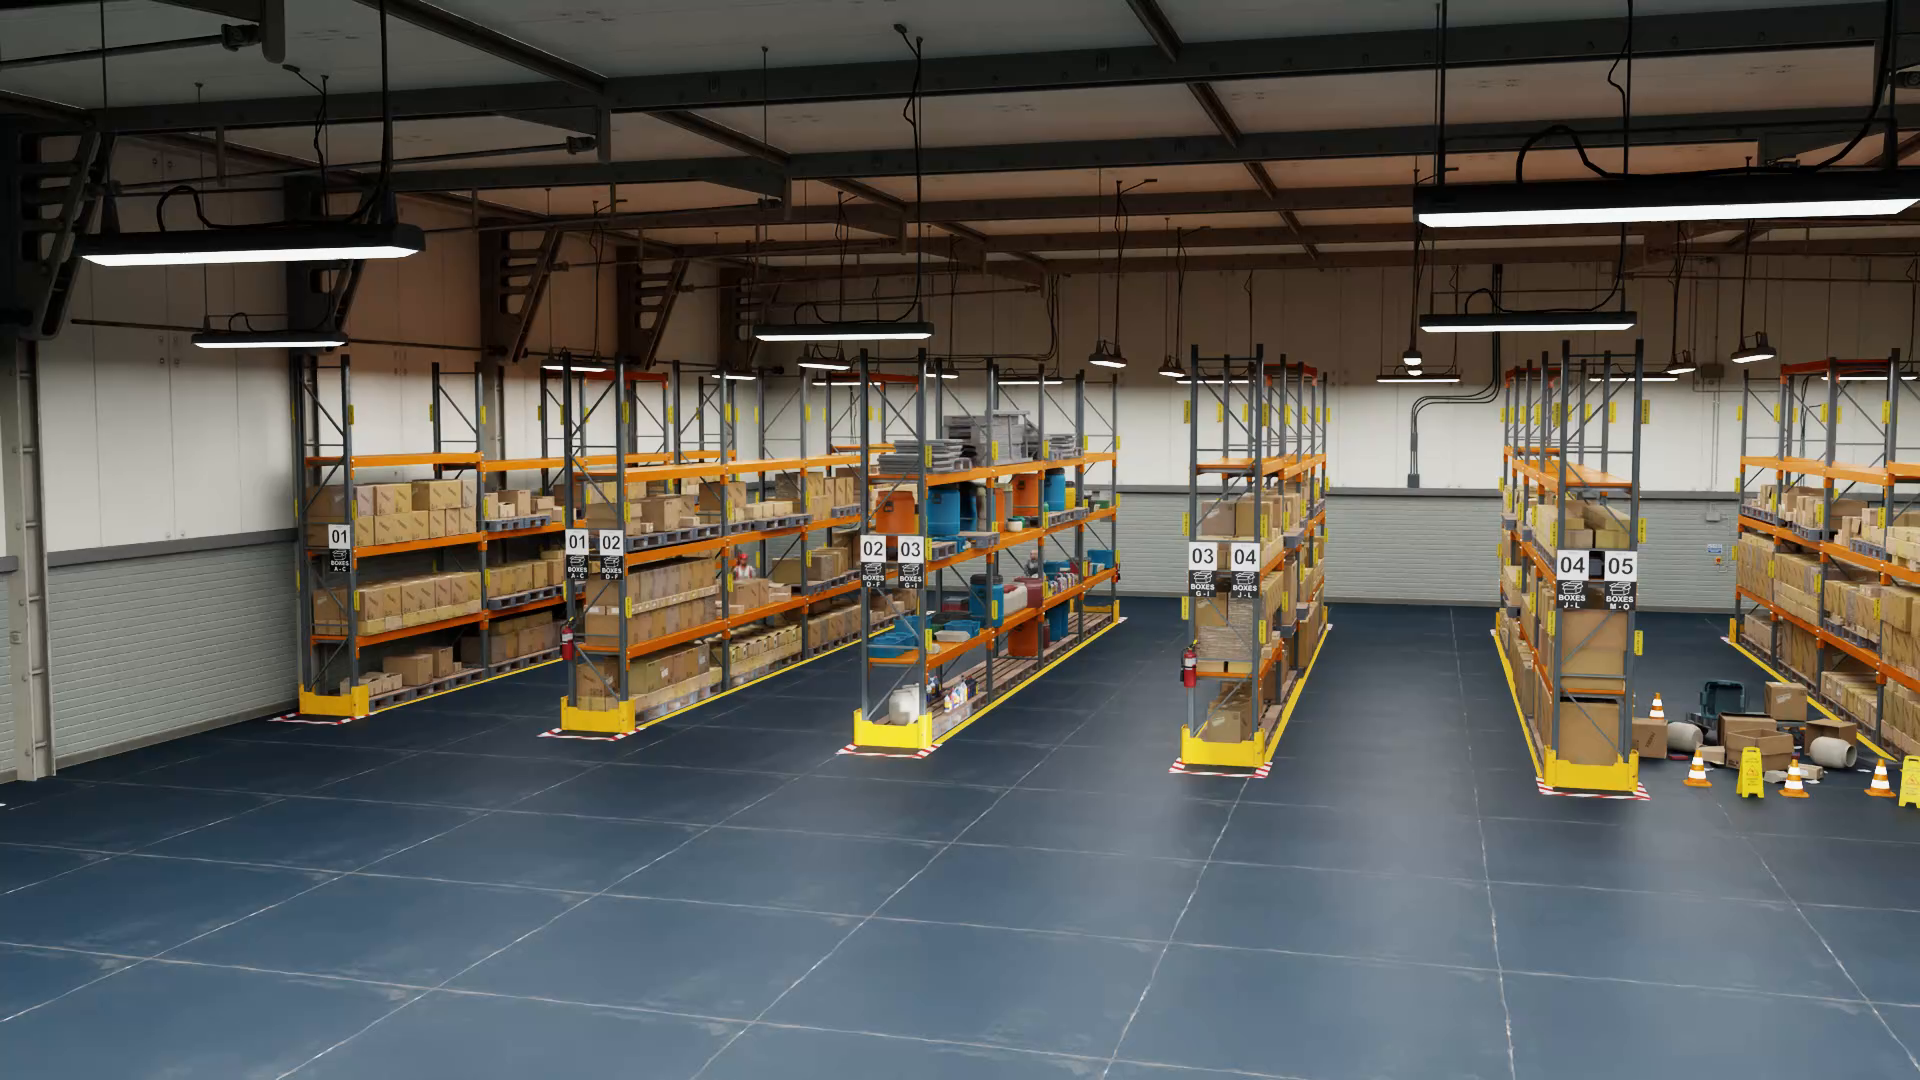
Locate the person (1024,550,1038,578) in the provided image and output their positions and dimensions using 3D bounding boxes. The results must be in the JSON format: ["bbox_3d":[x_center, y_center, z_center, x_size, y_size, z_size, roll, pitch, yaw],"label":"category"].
[{"bbox_3d":[1.822,1.084,41.095,0.586,1.679,0.971,2,5,28],"label":"person"}]

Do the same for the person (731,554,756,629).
[{"bbox_3d":[-5.075,1.188,39.016,0.633,1.737,1.051,1,4,13],"label":"person"}]
